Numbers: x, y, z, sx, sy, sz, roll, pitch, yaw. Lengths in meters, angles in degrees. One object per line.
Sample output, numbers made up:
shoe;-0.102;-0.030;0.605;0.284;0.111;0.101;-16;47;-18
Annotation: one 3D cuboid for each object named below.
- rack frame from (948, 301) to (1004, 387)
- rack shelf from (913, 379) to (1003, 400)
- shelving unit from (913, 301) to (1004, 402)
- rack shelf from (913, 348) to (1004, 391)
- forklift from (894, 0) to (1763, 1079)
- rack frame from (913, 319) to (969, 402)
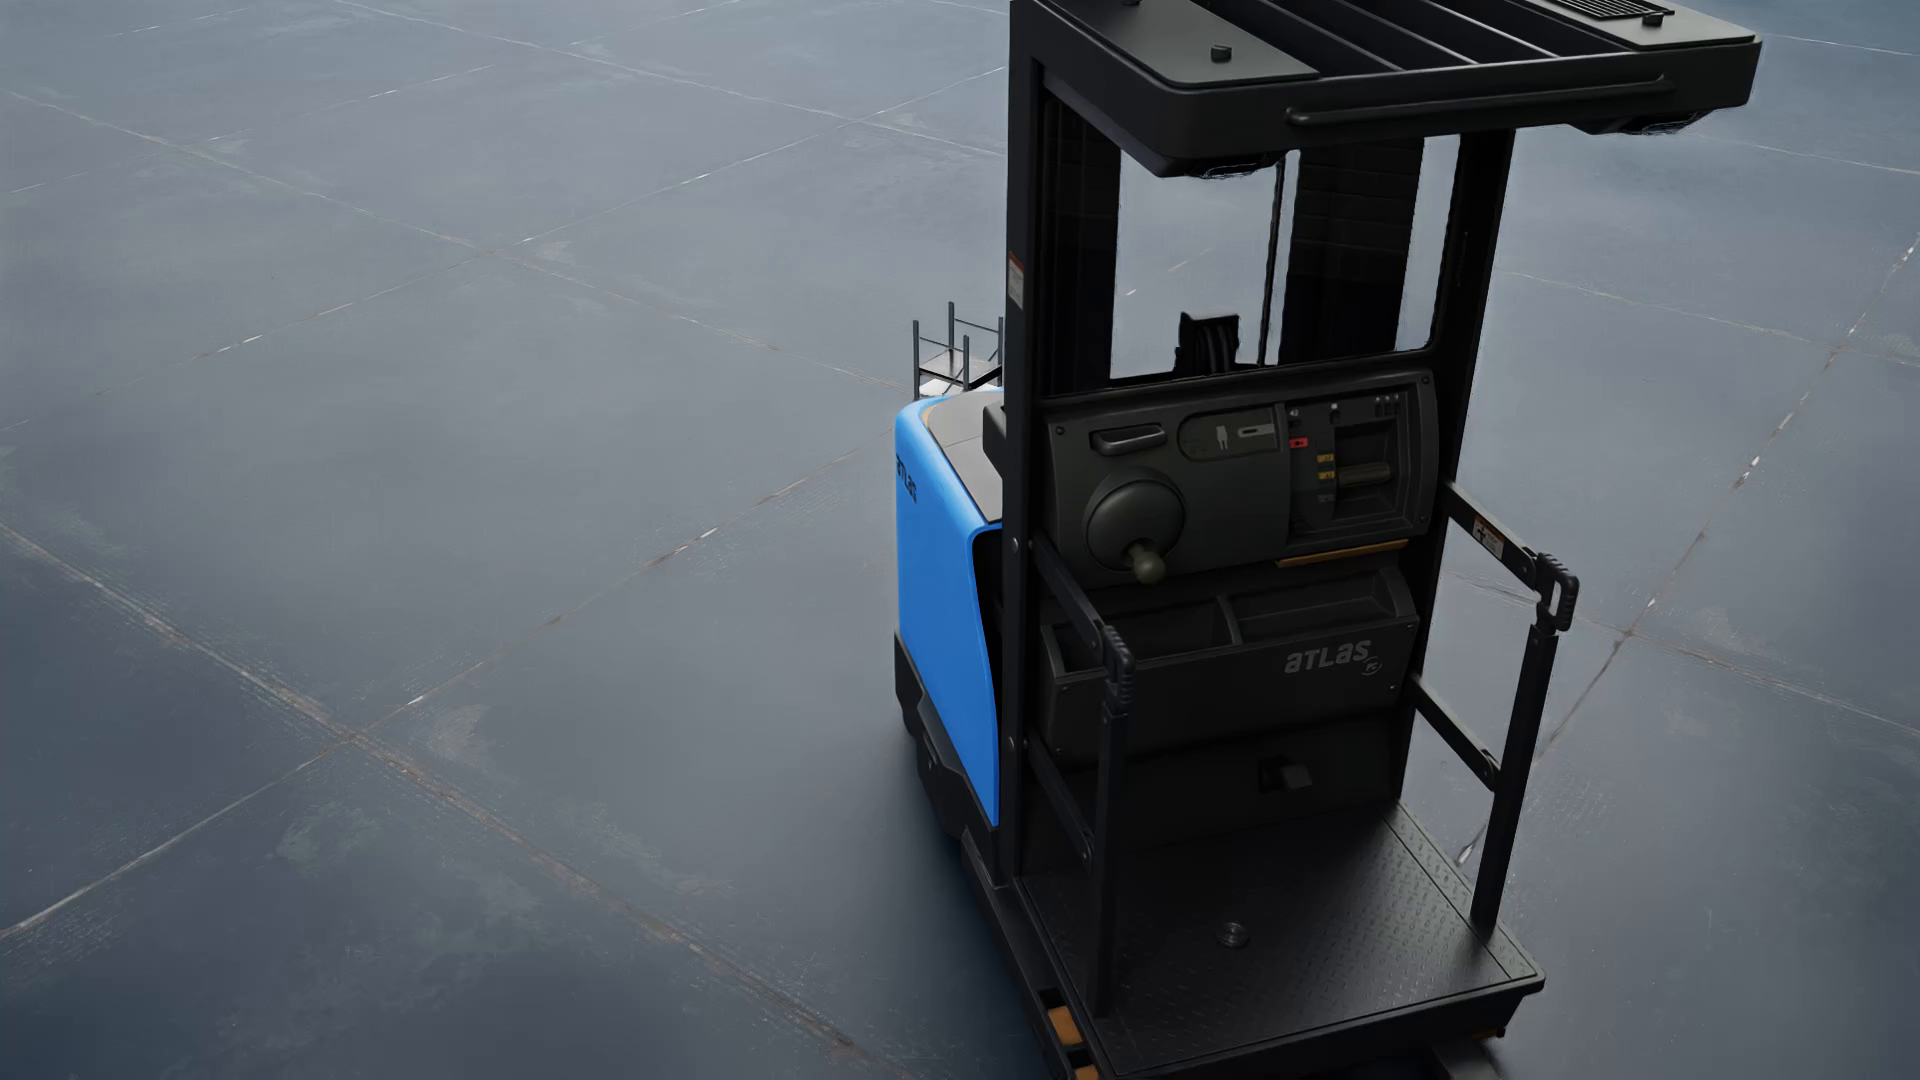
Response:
rack frame;0.056;-0.425;6.085;0.240;0.900;0.006;21;37;31
rack shelf;-0.005;-0.510;5.940;0.258;0.077;0.200;21;37;31
shelving unit;-0.005;-0.384;6.015;0.258;0.900;0.210;21;37;31
rack shelf;-0.005;-0.587;5.894;0.258;0.077;0.200;21;37;31
forklift;0.706;-0.093;3.532;1.130;2.935;3.031;-9;32;-14
rack frame;-0.066;-0.342;5.945;0.240;0.900;0.006;21;37;31
